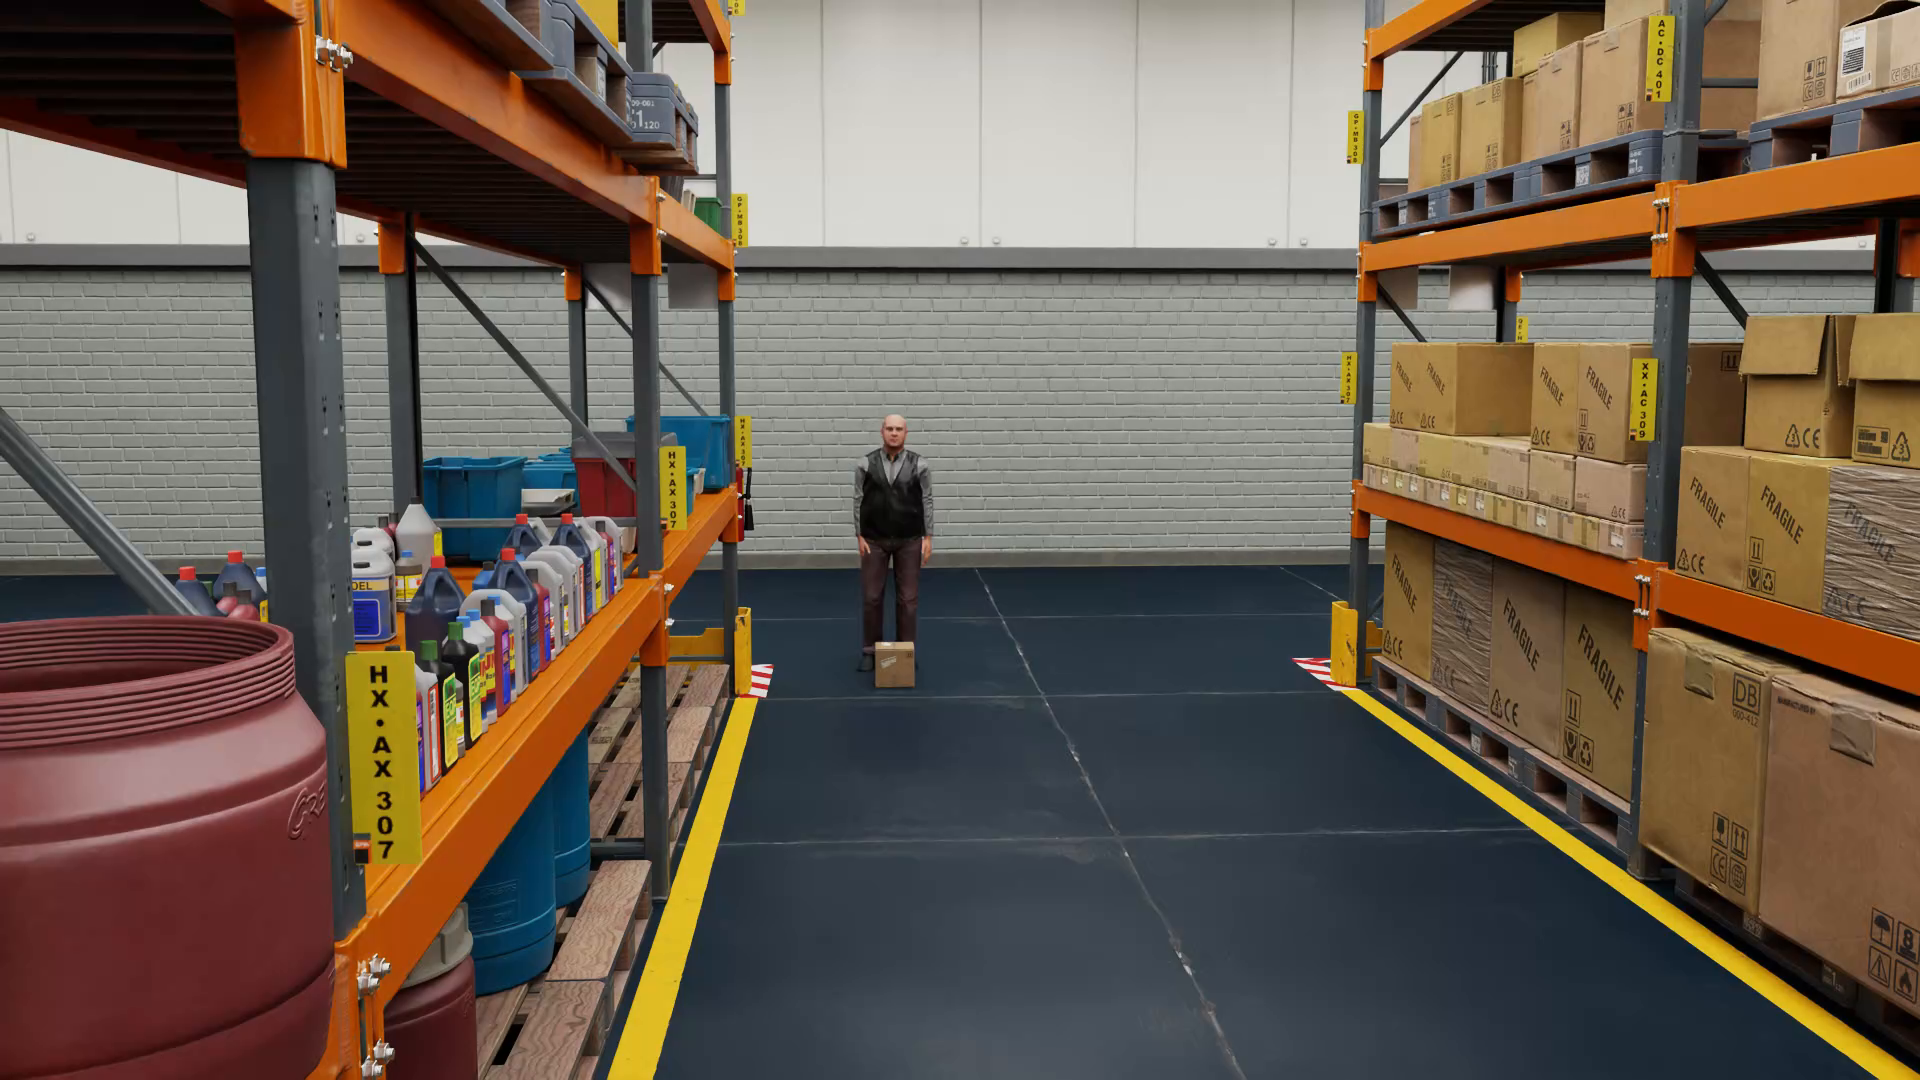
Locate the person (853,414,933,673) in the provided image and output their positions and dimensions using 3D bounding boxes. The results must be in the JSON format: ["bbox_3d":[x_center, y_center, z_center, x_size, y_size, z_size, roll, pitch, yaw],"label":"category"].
[{"bbox_3d":[-0.447,0.029,11.183,0.539,1.745,0.361,0,7,-3],"label":"person"}]
